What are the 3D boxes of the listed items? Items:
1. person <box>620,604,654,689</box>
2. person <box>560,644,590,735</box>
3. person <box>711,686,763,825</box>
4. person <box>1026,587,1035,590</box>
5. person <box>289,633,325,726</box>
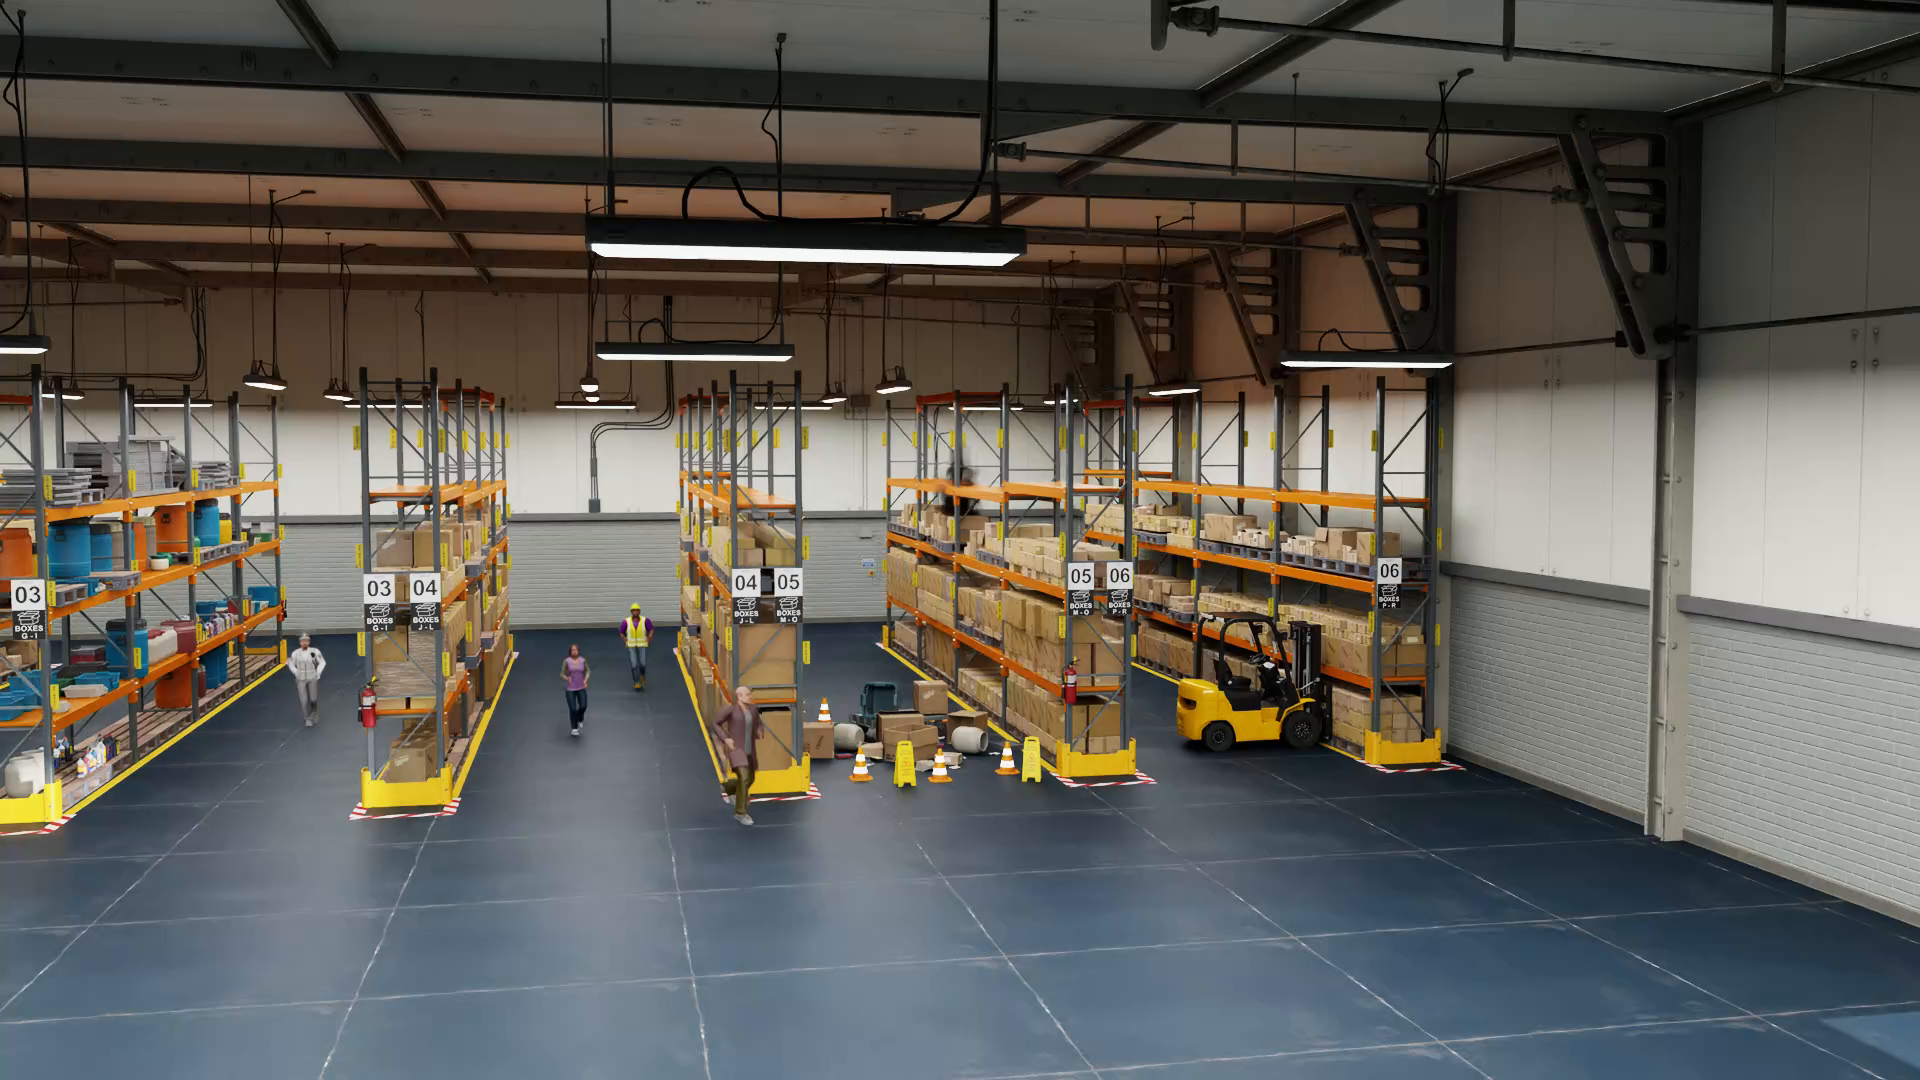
[{"bbox_3d":[-6.505,2.142,33.474,0.674,1.721,0.569,-1,3,-10],"label":"person"},{"bbox_3d":[-6.493,2.540,28.144,0.525,1.556,0.532,-1,4,-20],"label":"person"},{"bbox_3d":[-2.912,2.830,22.164,0.972,1.768,0.733,3,5,42],"label":"person"},{"bbox_3d":[1.540,1.771,36.053,0.615,1.652,0.674,-1,3,-13],"label":"person"},{"bbox_3d":[-11.400,2.440,29.035,0.589,1.653,0.528,-1,4,-17],"label":"person"}]
